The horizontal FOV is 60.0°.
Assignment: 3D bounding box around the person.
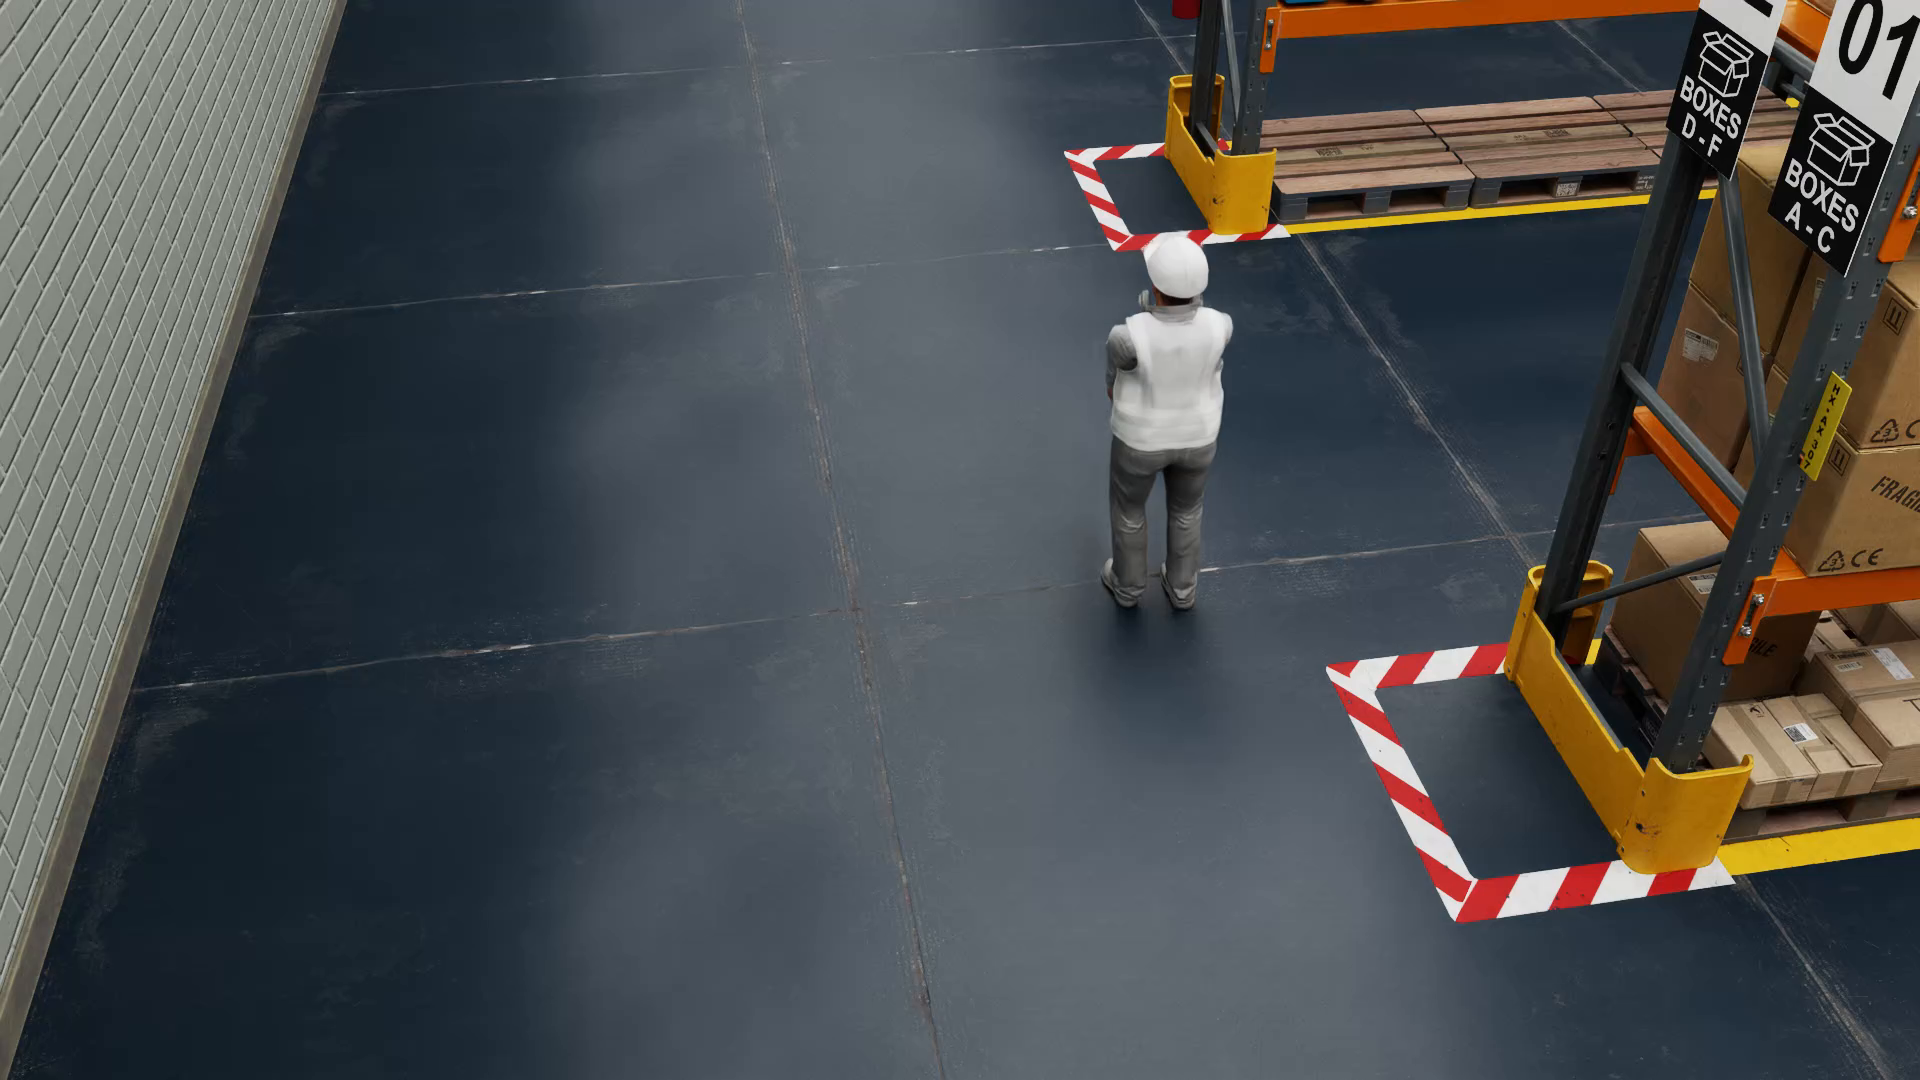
[{"bbox_3d":[0.792,-0.493,6.759,0.495,1.768,0.546,-6,39,-7],"label":"person"}]
